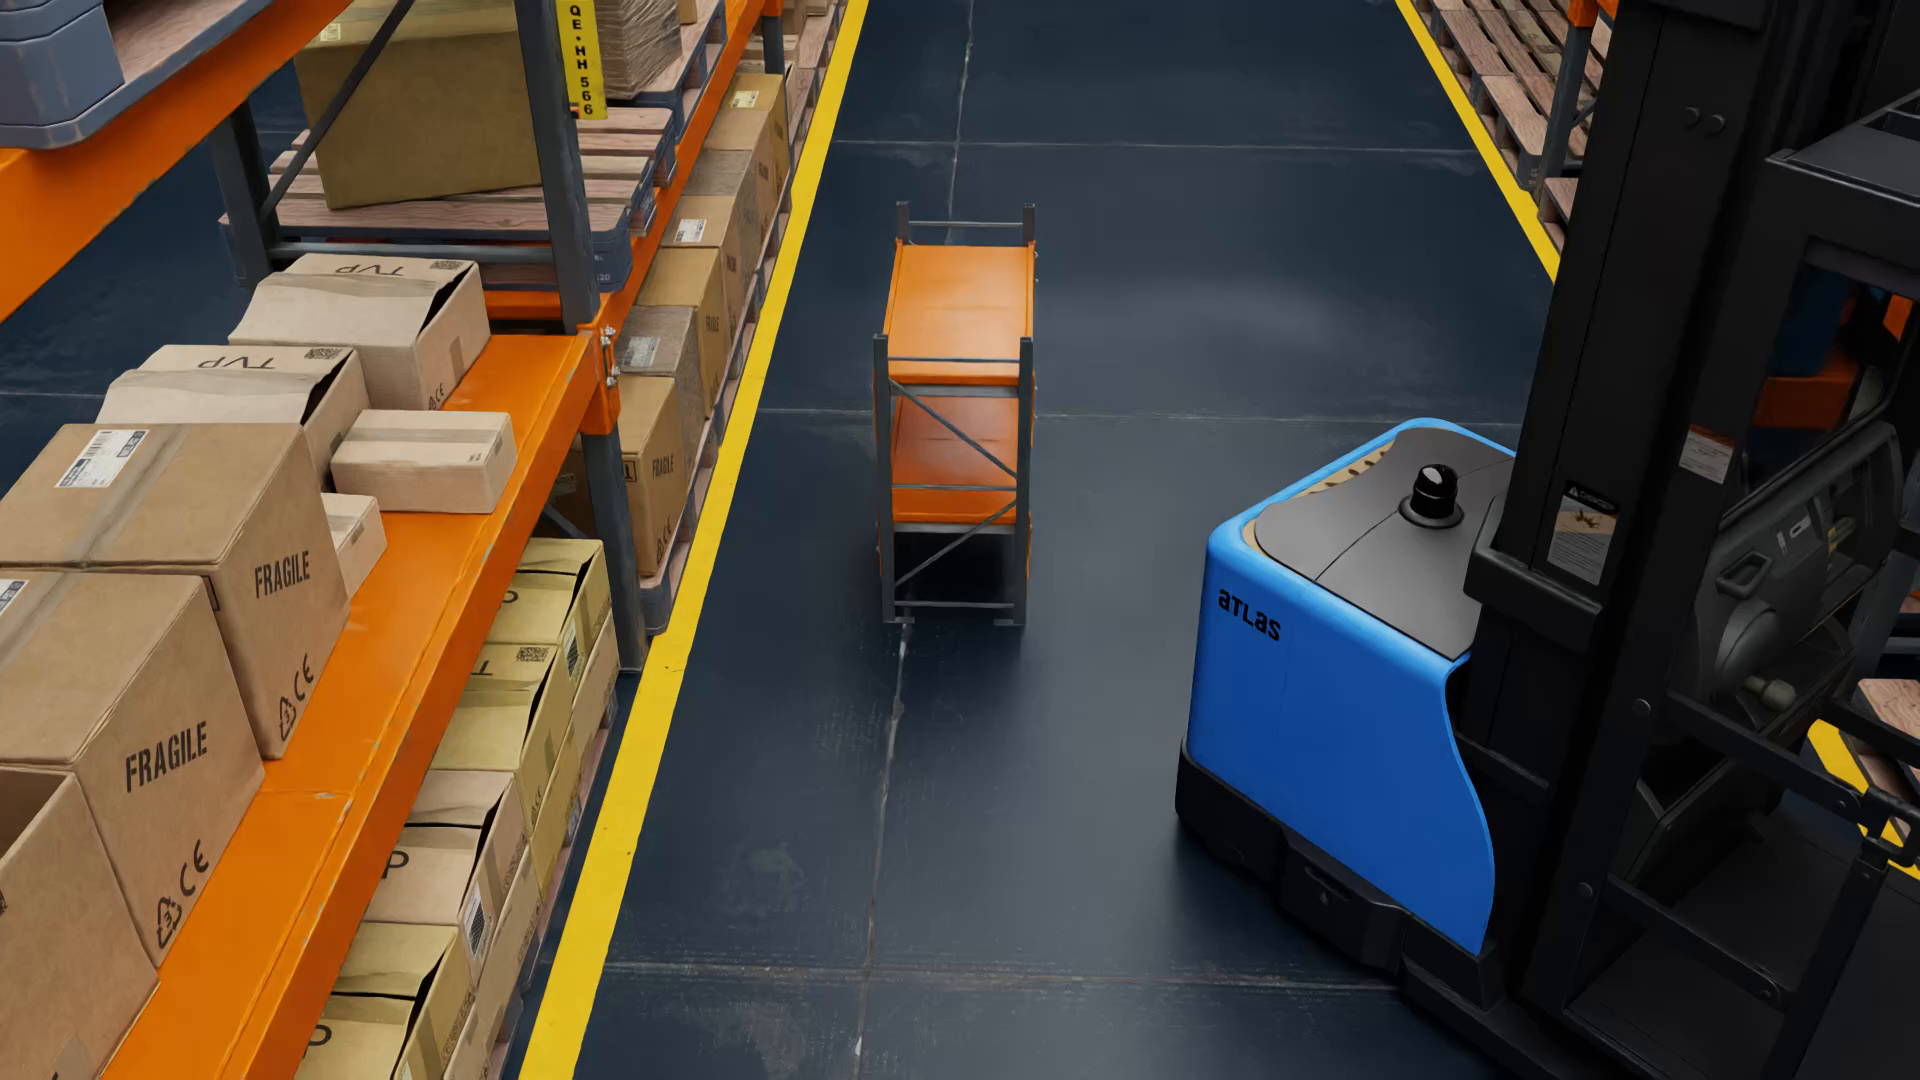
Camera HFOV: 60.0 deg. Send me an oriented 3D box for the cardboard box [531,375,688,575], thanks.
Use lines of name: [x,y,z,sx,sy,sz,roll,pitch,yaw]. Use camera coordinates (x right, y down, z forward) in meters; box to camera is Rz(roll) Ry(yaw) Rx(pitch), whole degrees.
cardboard box: [-1.265,-0.235,5.767,0.500,0.500,0.500,3,35,4]

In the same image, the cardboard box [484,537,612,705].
cardboard box: [-1.344,0.207,4.884,0.500,0.311,0.500,2,35,3]

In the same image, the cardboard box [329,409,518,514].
cardboard box: [-1.329,-0.197,4.140,0.380,0.149,0.250,1,35,2]

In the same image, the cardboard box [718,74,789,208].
cardboard box: [-1.142,-1.988,8.262,0.500,0.500,0.500,1,35,2]

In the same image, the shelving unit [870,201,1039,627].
shelving unit: [0.000,-0.464,5.932,0.538,1.125,1.048,1,35,2]

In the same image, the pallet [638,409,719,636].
pallet: [-1.501,-0.110,6.223,1.003,0.211,1.213,1,35,2]

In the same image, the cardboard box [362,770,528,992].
cardboard box: [-1.381,0.796,4.047,0.500,0.311,0.500,1,35,2]

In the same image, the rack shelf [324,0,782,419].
rack shelf: [-1.488,-1.678,6.654,1.077,0.370,4.000,1,35,2]

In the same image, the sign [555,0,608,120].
sign: [-1.014,-1.286,4.464,0.100,0.325,0.005,1,35,2]

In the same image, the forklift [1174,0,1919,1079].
forklift: [1.990,0.113,3.540,1.130,2.935,3.031,-27,43,-33]

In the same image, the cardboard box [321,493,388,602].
cardboard box: [-1.564,0.014,3.840,0.380,0.149,0.250,4,35,5]

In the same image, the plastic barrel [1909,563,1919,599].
plastic barrel: [3.383,-0.272,5.550,0.600,0.830,0.708,1,35,2]

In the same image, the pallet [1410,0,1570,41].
pallet: [3.630,-3.689,11.315,1.003,0.211,1.213,1,35,2]

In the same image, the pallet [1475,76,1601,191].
pallet: [3.532,-2.287,9.320,1.003,0.211,1.213,1,35,2]

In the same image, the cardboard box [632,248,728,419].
cardboard box: [-1.224,-0.824,6.605,0.500,0.500,0.500,1,35,1]

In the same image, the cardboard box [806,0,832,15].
cardboard box: [-1.091,-3.611,10.788,0.500,0.250,0.500,1,35,2]

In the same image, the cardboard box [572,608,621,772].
cardboard box: [-1.346,0.438,5.044,0.500,0.250,0.500,2,35,3]

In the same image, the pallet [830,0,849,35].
pallet: [-1.282,-3.776,11.440,1.003,0.211,1.213,1,35,2]

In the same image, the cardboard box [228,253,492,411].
cardboard box: [-1.627,-0.578,4.542,0.500,0.311,0.500,3,35,5]

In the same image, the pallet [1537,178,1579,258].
pallet: [3.468,-1.421,8.089,1.003,0.211,1.213,1,35,2]

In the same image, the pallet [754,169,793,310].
pallet: [-1.403,-1.512,8.218,1.003,0.211,1.213,1,35,2]

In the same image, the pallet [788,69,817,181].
pallet: [-1.380,-2.375,9.445,1.003,0.211,1.213,1,35,2]

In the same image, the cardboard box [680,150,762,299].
cardboard box: [-1.190,-1.416,7.448,0.500,0.500,0.500,2,35,2]

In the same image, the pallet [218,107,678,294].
pallet: [-1.612,-1.135,5.424,1.213,0.211,1.003,1,35,2]

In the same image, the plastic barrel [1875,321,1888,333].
plastic barrel: [3.428,-0.822,6.543,0.600,0.588,0.708,1,35,2]

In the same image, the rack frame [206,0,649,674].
rack frame: [-1.569,-0.823,4.812,1.000,3.000,0.127,1,35,2]

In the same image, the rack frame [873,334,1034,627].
rack frame: [-0.020,-0.172,5.517,0.500,1.125,0.032,1,35,2]

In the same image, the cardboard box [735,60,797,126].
cardboard box: [-1.175,-2.437,9.065,0.500,0.311,0.500,1,35,2]

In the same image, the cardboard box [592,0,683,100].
cardboard box: [-1.429,-1.921,5.923,0.700,0.500,0.500,8,36,11]

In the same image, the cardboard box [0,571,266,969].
cardboard box: [-1.641,0.403,2.981,0.500,0.500,0.500,1,35,2]

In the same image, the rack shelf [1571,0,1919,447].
rack shelf: [3.461,-1.561,6.488,1.077,0.370,4.000,1,35,2]

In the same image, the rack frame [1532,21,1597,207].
rack frame: [3.541,-3.004,7.916,1.000,3.000,0.127,1,35,2]

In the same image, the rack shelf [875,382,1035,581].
rack shelf: [0.000,-0.264,6.073,0.538,0.278,1.000,1,35,2]

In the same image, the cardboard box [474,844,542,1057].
cardboard box: [-1.387,1.023,4.211,0.500,0.250,0.500,2,35,3]

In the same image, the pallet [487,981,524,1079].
pallet: [-1.693,1.489,3.947,1.003,0.211,1.213,1,35,2]
